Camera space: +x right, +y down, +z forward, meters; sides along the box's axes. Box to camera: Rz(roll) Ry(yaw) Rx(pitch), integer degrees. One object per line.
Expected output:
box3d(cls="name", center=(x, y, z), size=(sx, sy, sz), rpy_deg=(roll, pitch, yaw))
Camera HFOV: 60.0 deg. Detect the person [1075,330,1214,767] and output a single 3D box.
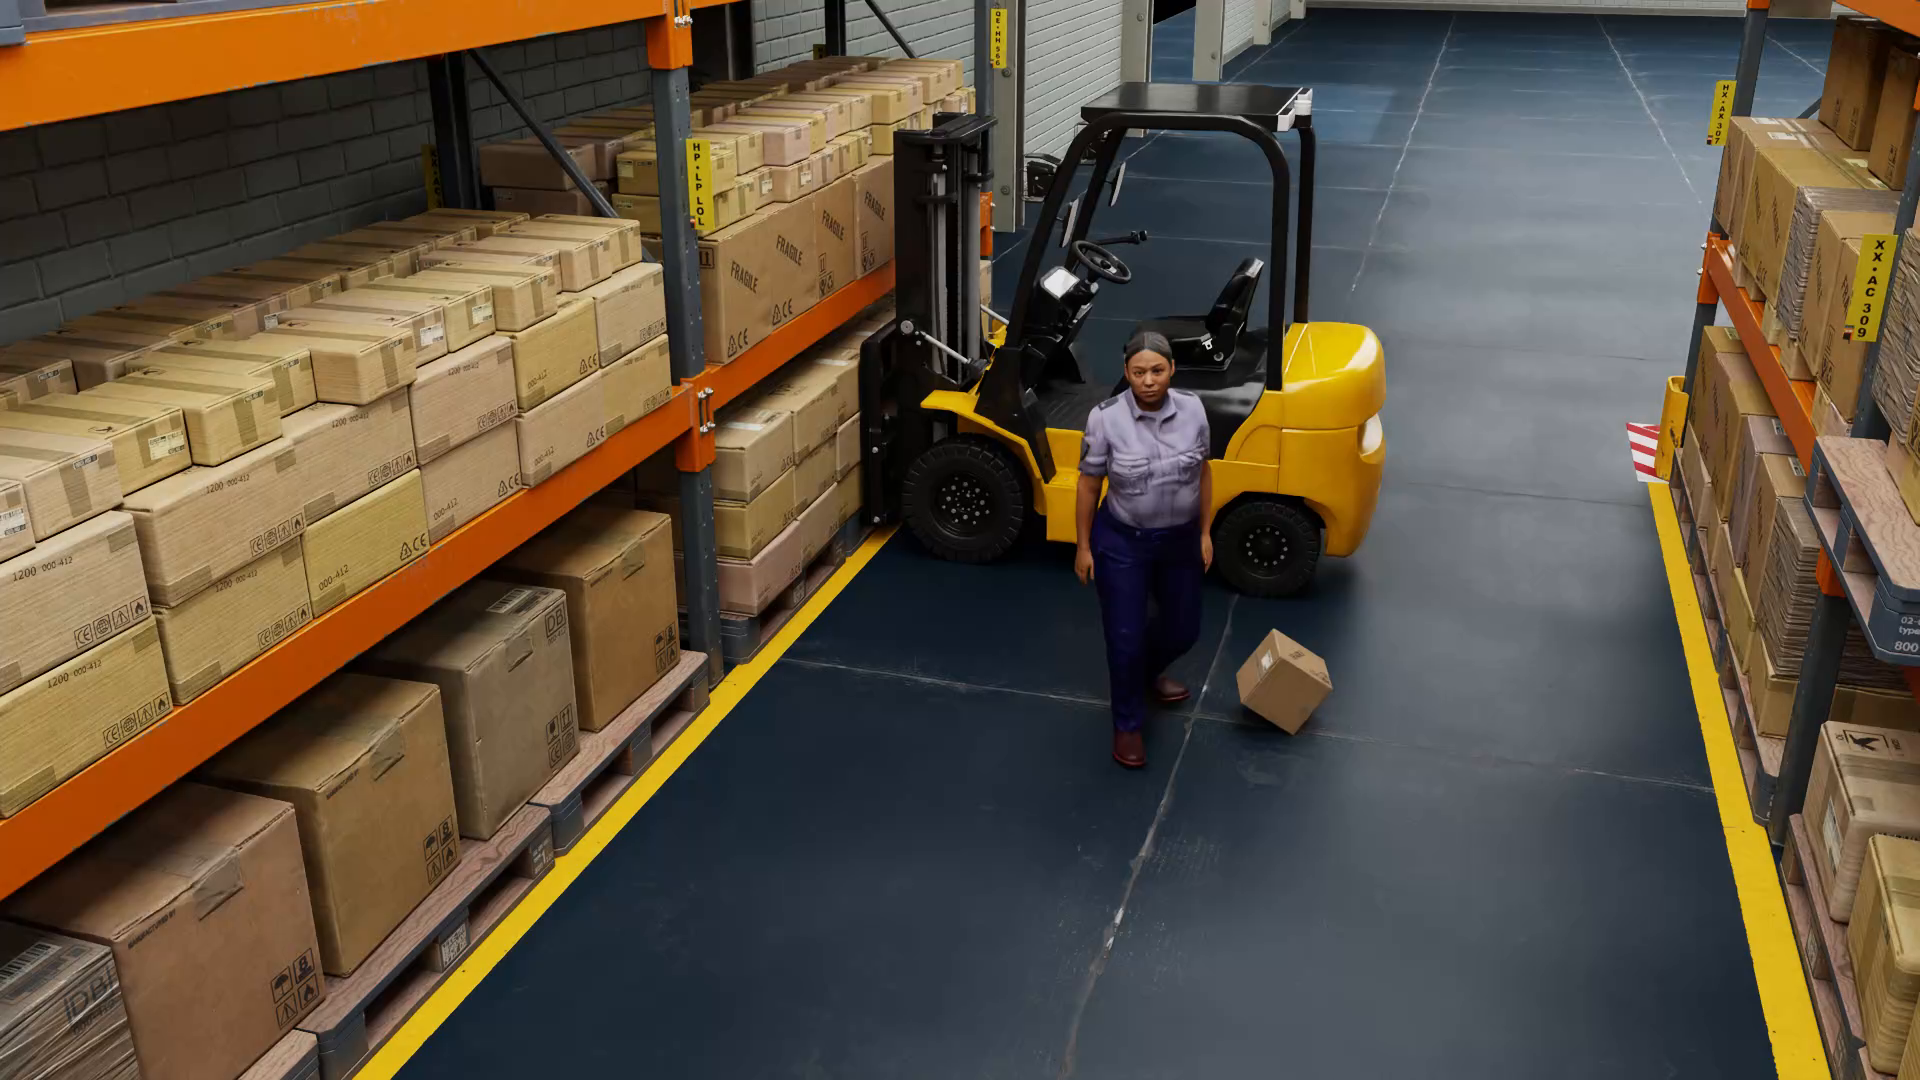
box3d(cls="person", center=(0.674, -0.010, 6.143), size=(0.556, 1.638, 0.552), rpy_deg=(-6, 23, -15))
